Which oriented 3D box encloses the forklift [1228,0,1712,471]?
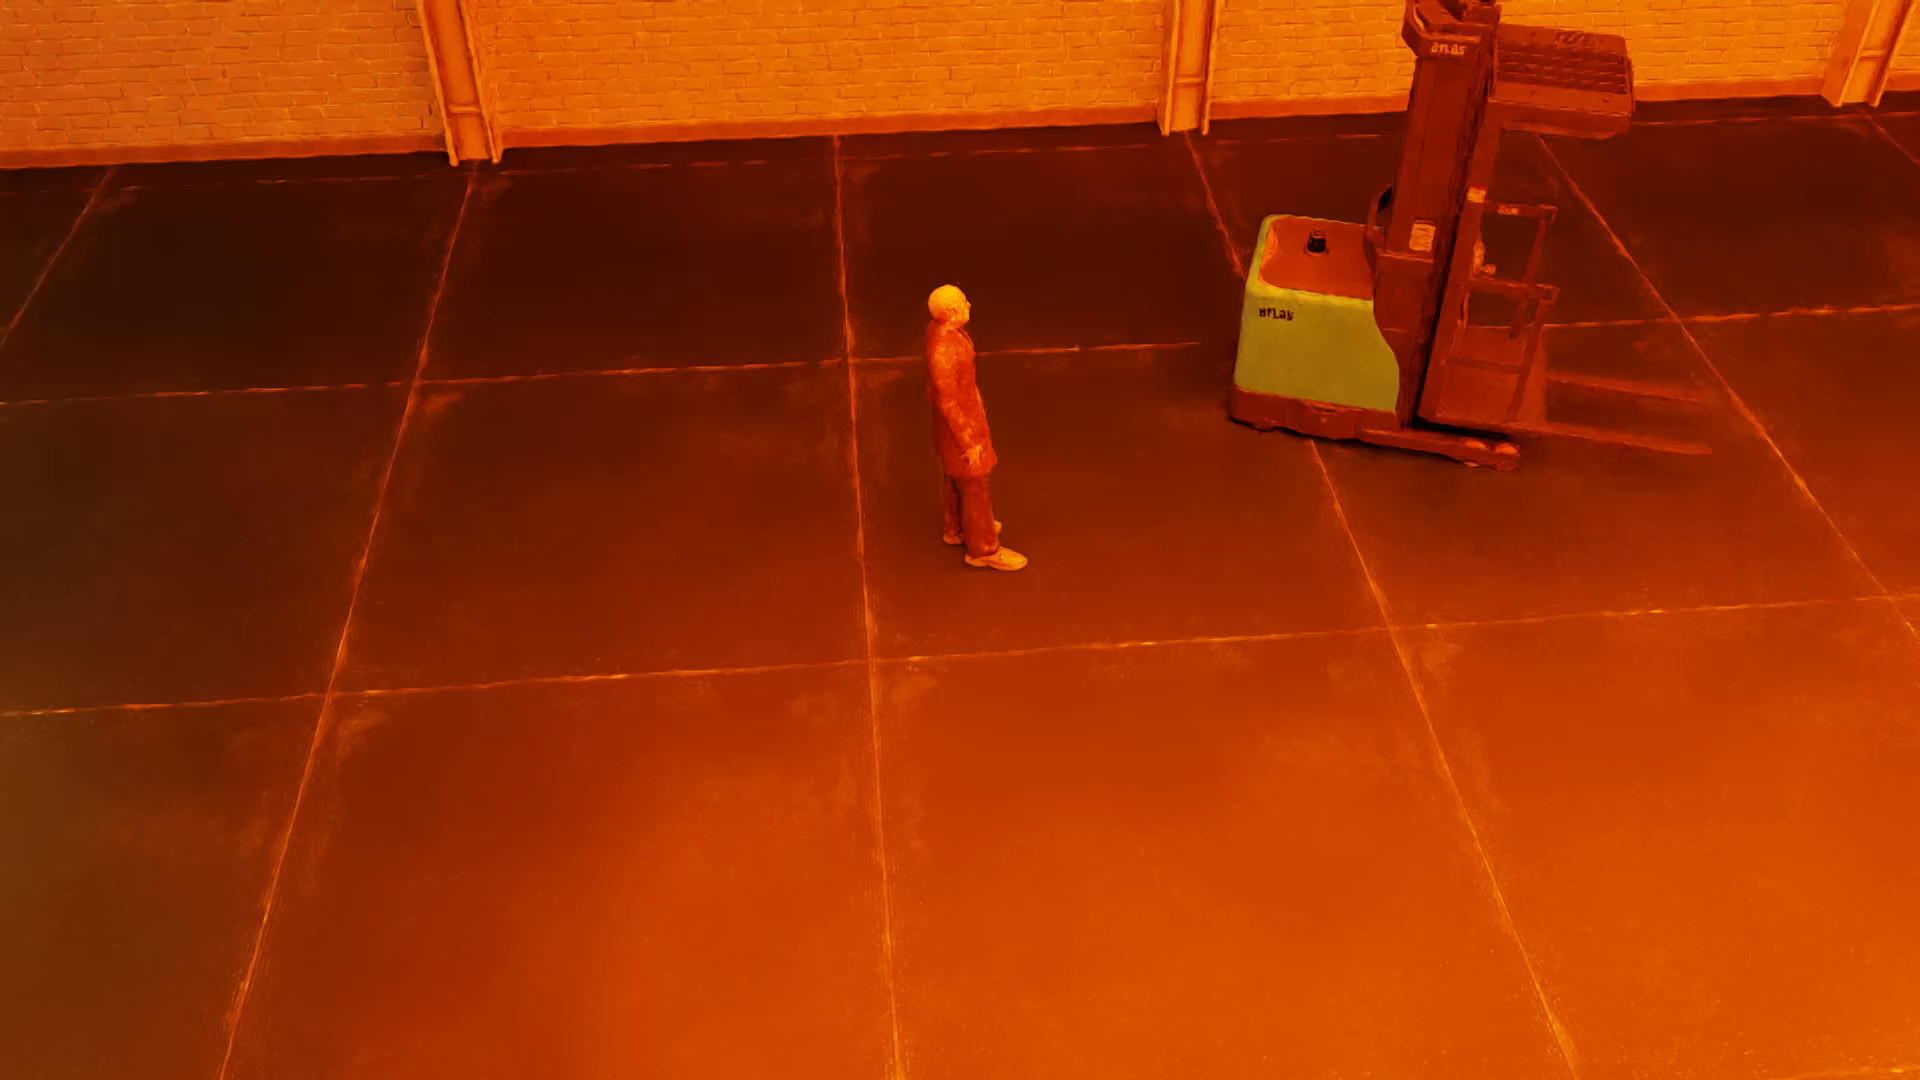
[{"bbox_3d":[3.359,-1.944,10.210,3.031,2.935,1.130,10,42,11],"label":"forklift"}]

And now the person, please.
[{"bbox_3d":[0.091,-0.683,9.613,0.580,1.776,0.694,-3,41,-4],"label":"person"}]
